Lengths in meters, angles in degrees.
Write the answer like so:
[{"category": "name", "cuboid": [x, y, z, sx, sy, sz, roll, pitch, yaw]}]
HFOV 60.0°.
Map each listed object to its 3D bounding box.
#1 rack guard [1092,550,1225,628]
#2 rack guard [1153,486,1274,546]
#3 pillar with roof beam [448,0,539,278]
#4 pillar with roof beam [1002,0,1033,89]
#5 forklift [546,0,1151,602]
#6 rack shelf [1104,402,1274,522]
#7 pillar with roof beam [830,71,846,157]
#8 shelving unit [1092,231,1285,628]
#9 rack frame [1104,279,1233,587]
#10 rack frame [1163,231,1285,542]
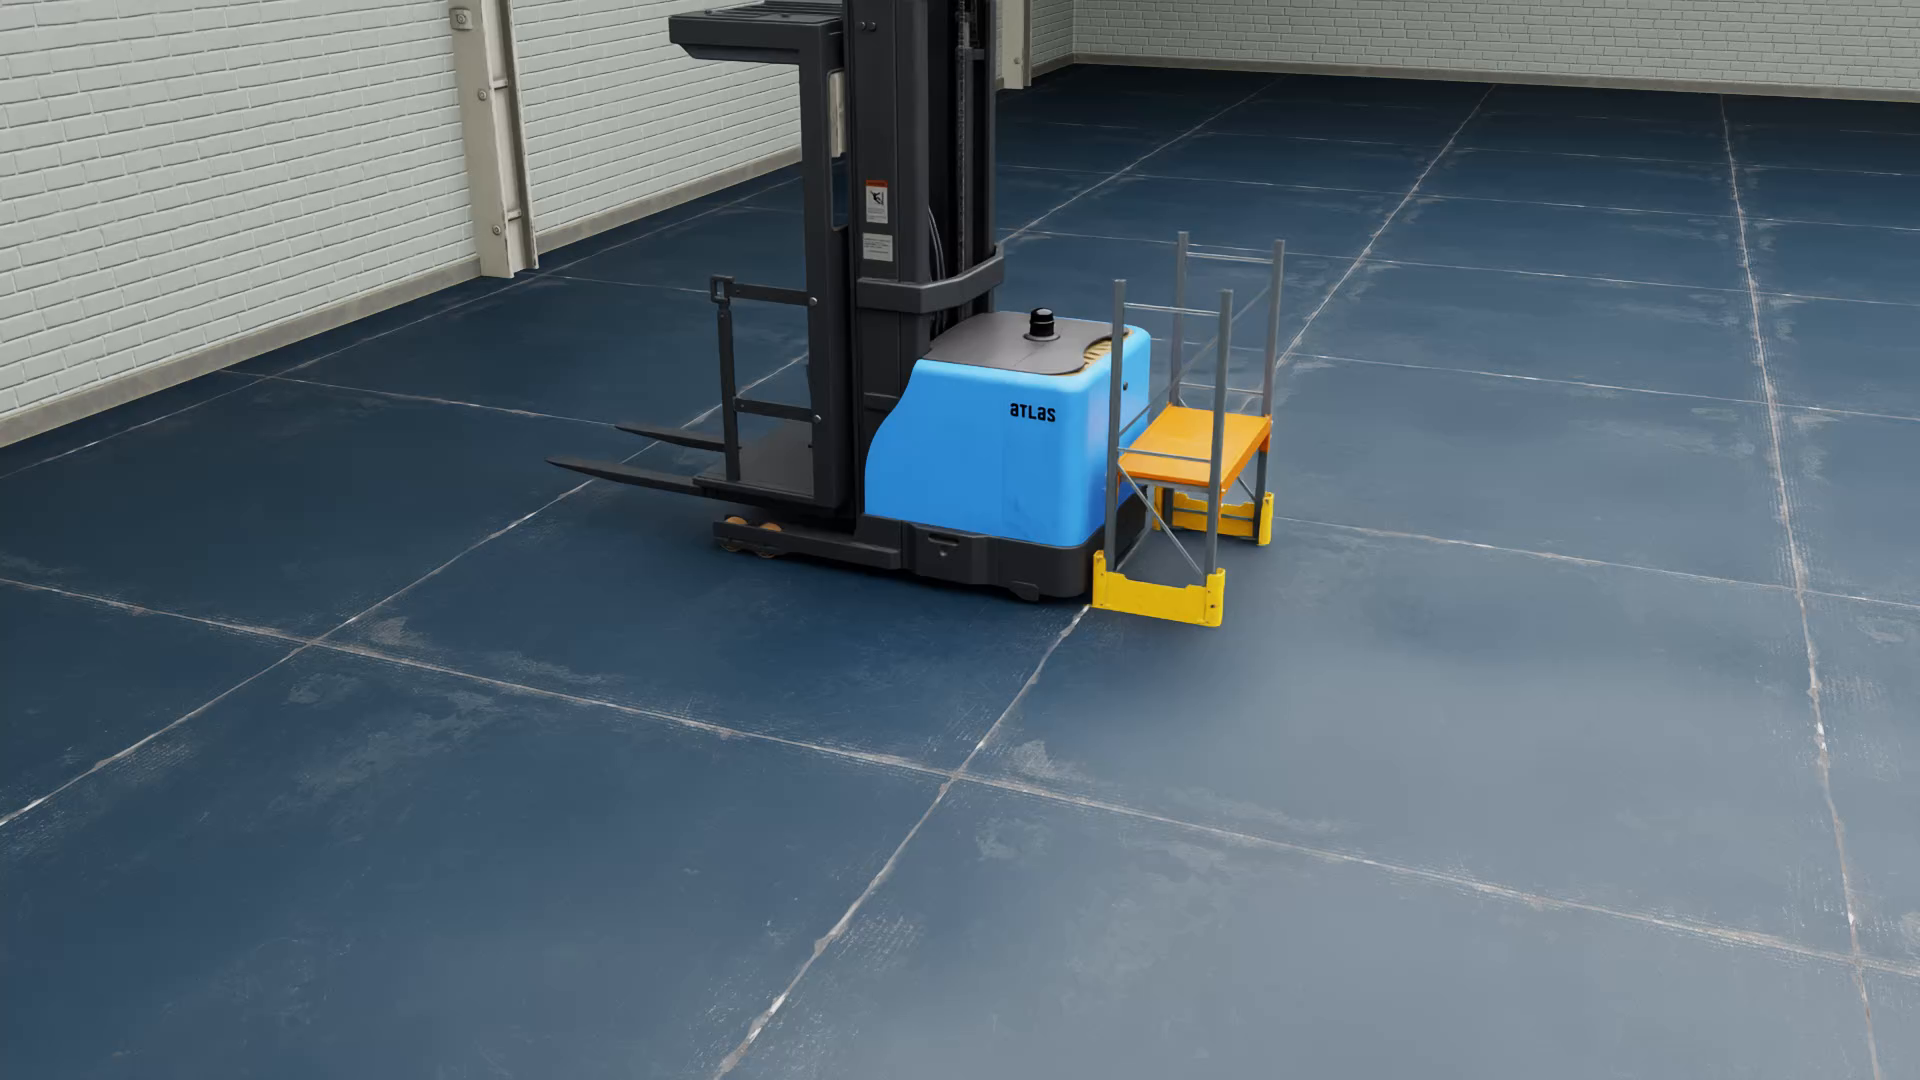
[{"category": "rack guard", "cuboid": [0.880, 0.216, 7.409, 0.587, 0.250, 0.087, 9, 24, 20]}, {"category": "rack guard", "cuboid": [1.253, -0.140, 8.261, 0.587, 0.250, 0.087, 9, 24, 20]}, {"category": "pillar with roof beam", "cuboid": [0.346, -5.712, 10.249, 9.100, 9.000, 0.400, 9, 24, 20]}, {"category": "pillar with roof beam", "cuboid": [4.804, -10.006, 20.529, 9.100, 9.000, 0.400, 9, 24, 20]}, {"category": "forklift", "cuboid": [-0.644, -1.439, 7.891, 3.031, 2.935, 1.130, 10, 25, 22]}, {"category": "rack shelf", "cuboid": [1.070, -0.376, 7.671, 0.538, 0.185, 1.000, 9, 24, 20]}, {"category": "pillar with roof beam", "cuboid": [2.575, -7.859, 15.389, 9.100, 9.000, 0.400, 9, 24, 20]}, {"category": "shelving unit", "cuboid": [1.067, -0.539, 7.594, 0.587, 1.500, 1.083, 9, 24, 20]}, {"category": "rack frame", "cuboid": [0.880, -0.361, 7.167, 0.500, 1.500, 0.032, 9, 24, 20]}, {"category": "rack frame", "cuboid": [1.261, -0.724, 8.036, 0.500, 1.500, 0.032, 9, 24, 20]}]
